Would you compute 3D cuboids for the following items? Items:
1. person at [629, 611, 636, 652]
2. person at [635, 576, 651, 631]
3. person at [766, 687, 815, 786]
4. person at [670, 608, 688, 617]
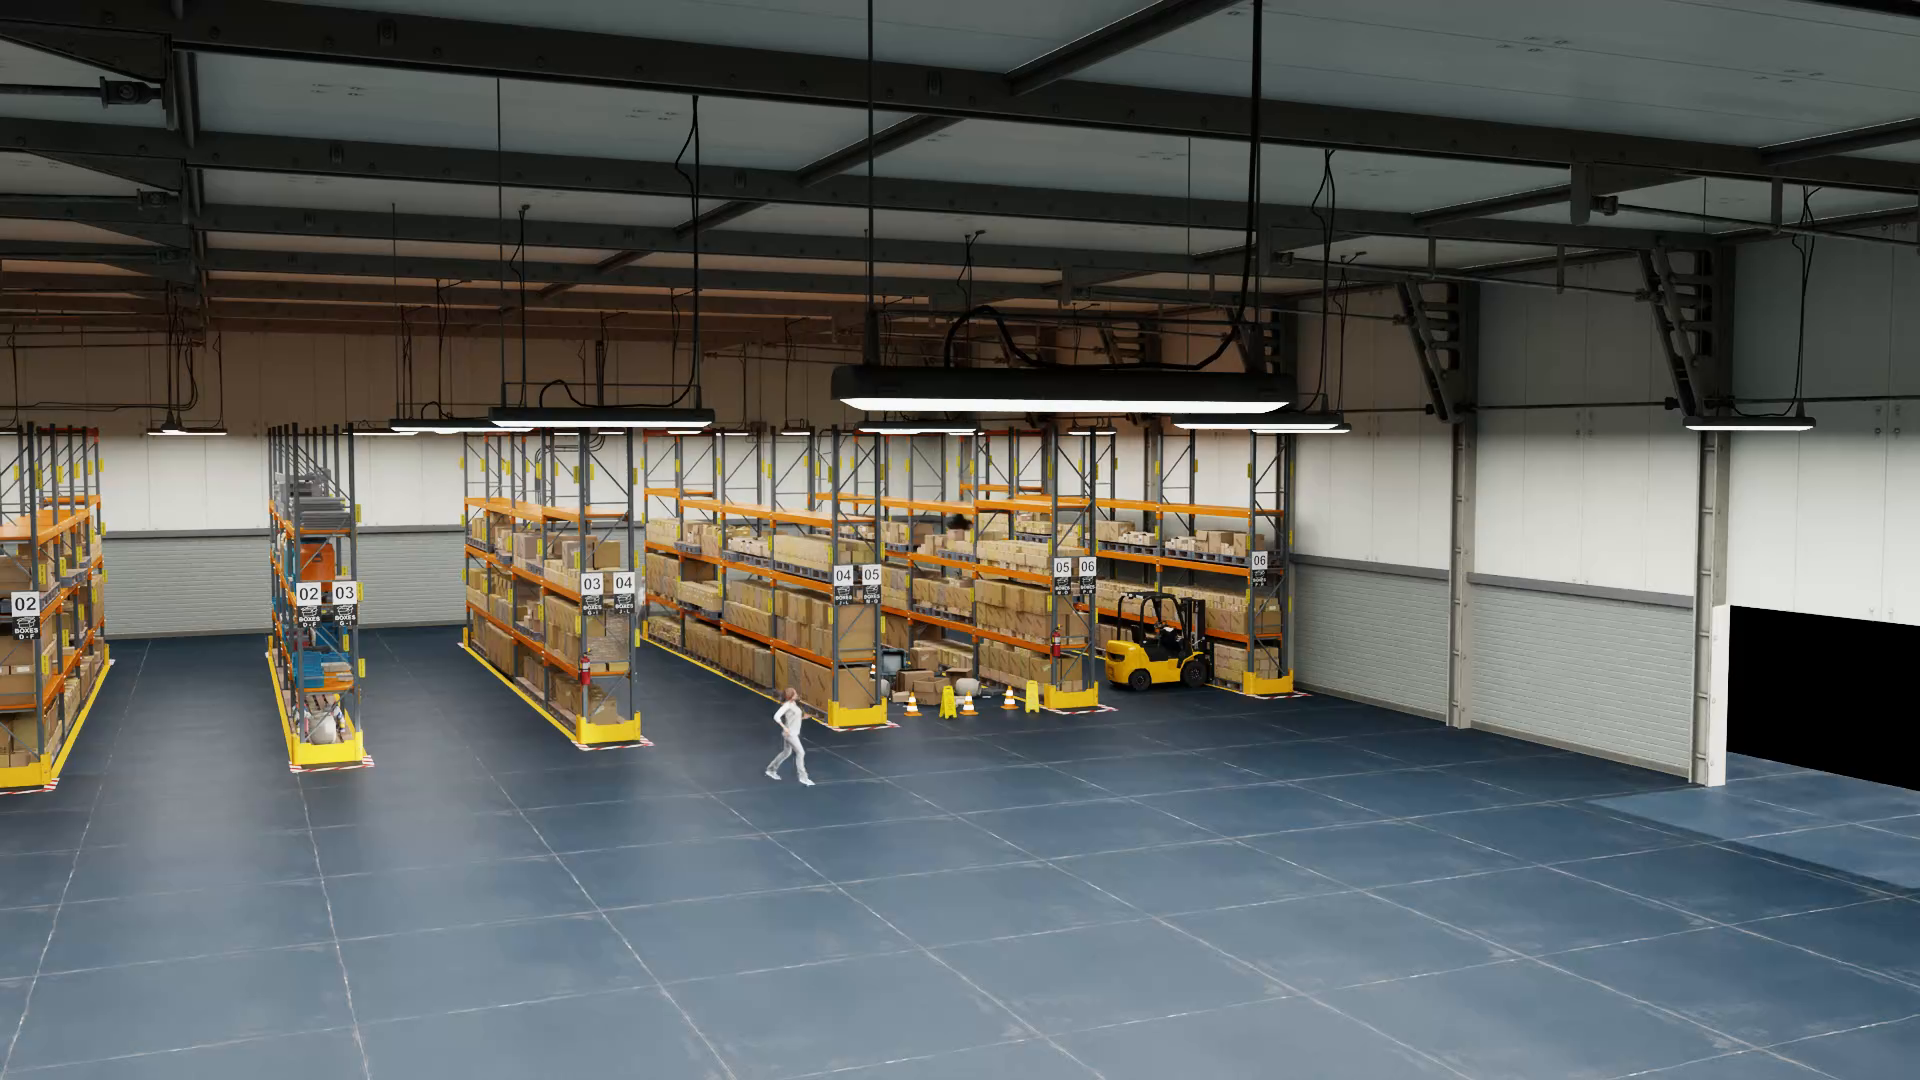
[{"bbox_3d":[-8.968,2.182,44.536,0.576,1.636,0.820,-2,4,-23],"label":"person"},{"bbox_3d":[-9.260,1.874,48.808,0.863,1.737,0.708,-2,4,-32],"label":"person"},{"bbox_3d":[-2.800,3.229,27.389,0.822,1.618,0.522,0,3,1],"label":"person"},{"bbox_3d":[-8.313,1.919,49.326,0.629,1.678,0.650,2,4,30],"label":"person"}]
